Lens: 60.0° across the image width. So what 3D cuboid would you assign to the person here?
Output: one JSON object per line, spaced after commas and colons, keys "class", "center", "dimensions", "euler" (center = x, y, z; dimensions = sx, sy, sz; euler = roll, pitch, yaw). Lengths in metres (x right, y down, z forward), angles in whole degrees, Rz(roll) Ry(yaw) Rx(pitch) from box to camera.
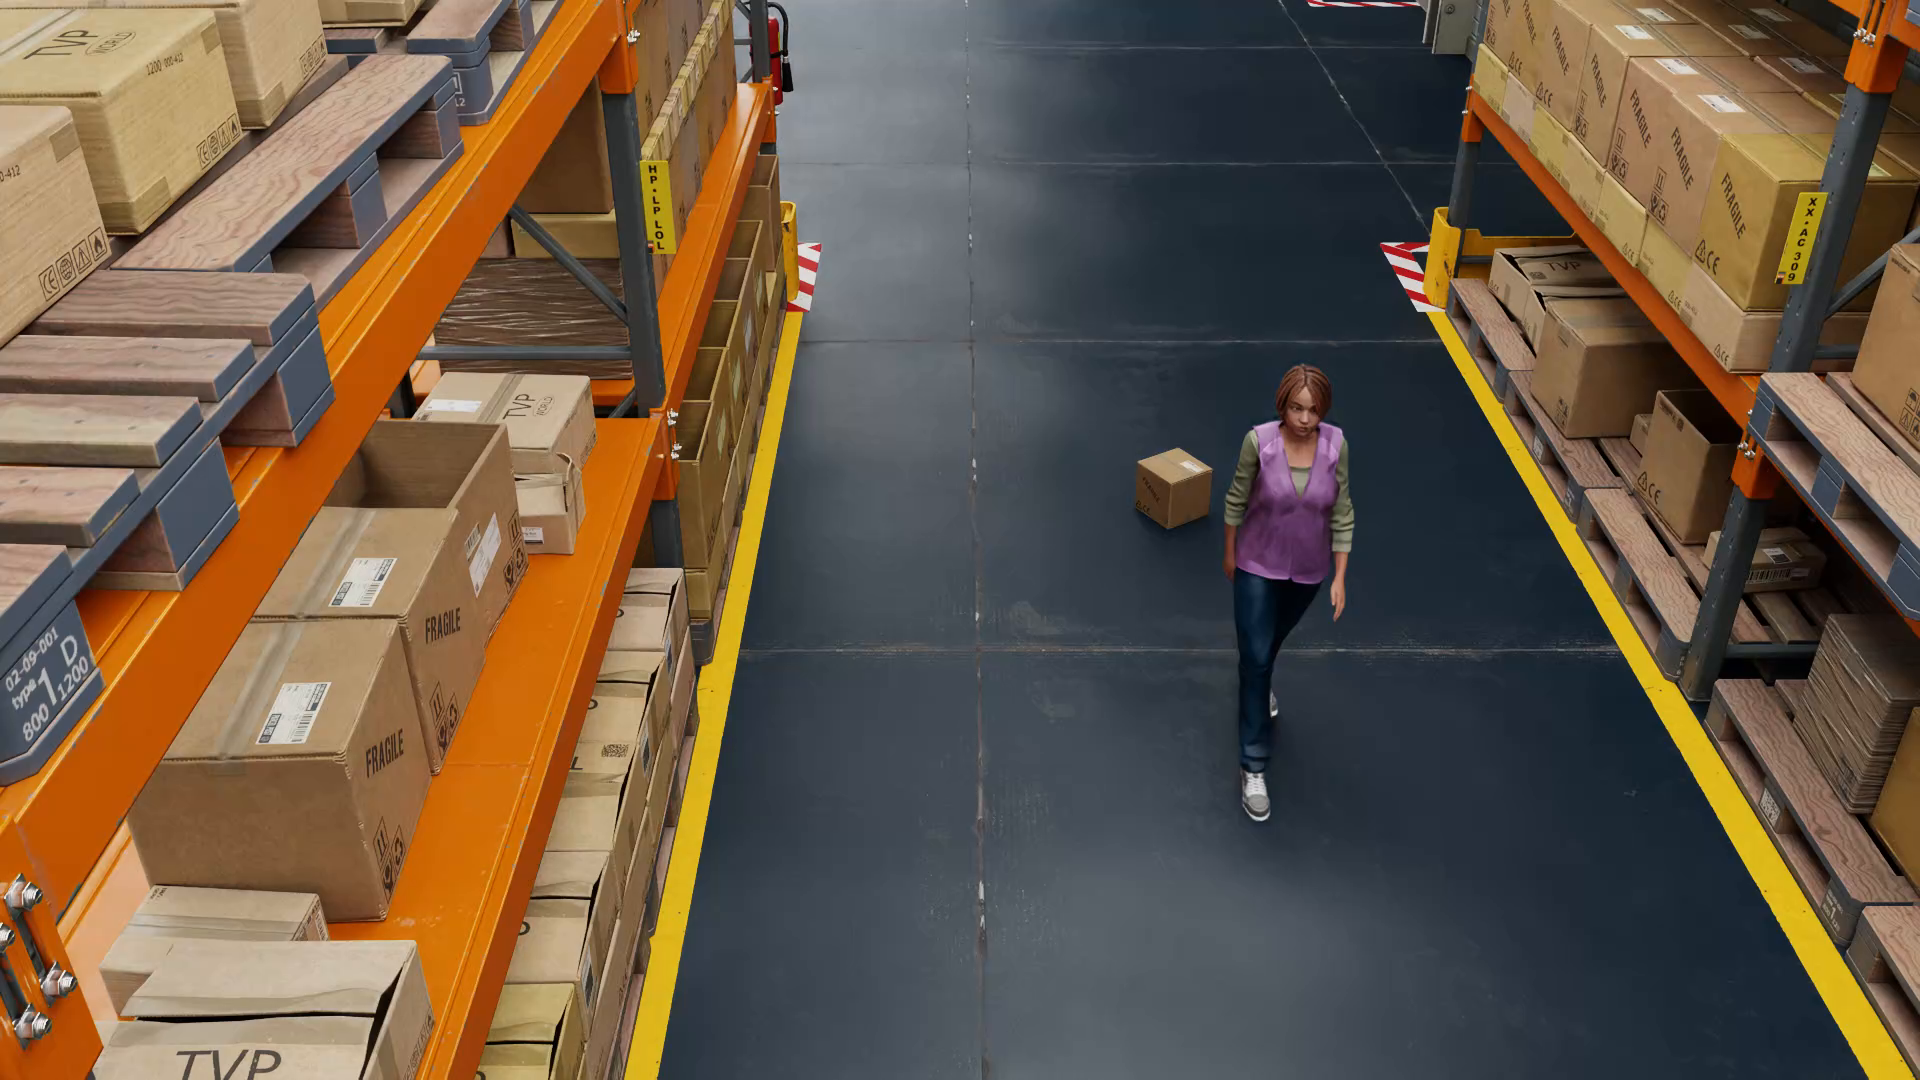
{"class": "person", "center": [1.165, 0.125, 5.928], "dimensions": [0.428, 1.584, 0.827], "euler": [-2, 32, -3]}
